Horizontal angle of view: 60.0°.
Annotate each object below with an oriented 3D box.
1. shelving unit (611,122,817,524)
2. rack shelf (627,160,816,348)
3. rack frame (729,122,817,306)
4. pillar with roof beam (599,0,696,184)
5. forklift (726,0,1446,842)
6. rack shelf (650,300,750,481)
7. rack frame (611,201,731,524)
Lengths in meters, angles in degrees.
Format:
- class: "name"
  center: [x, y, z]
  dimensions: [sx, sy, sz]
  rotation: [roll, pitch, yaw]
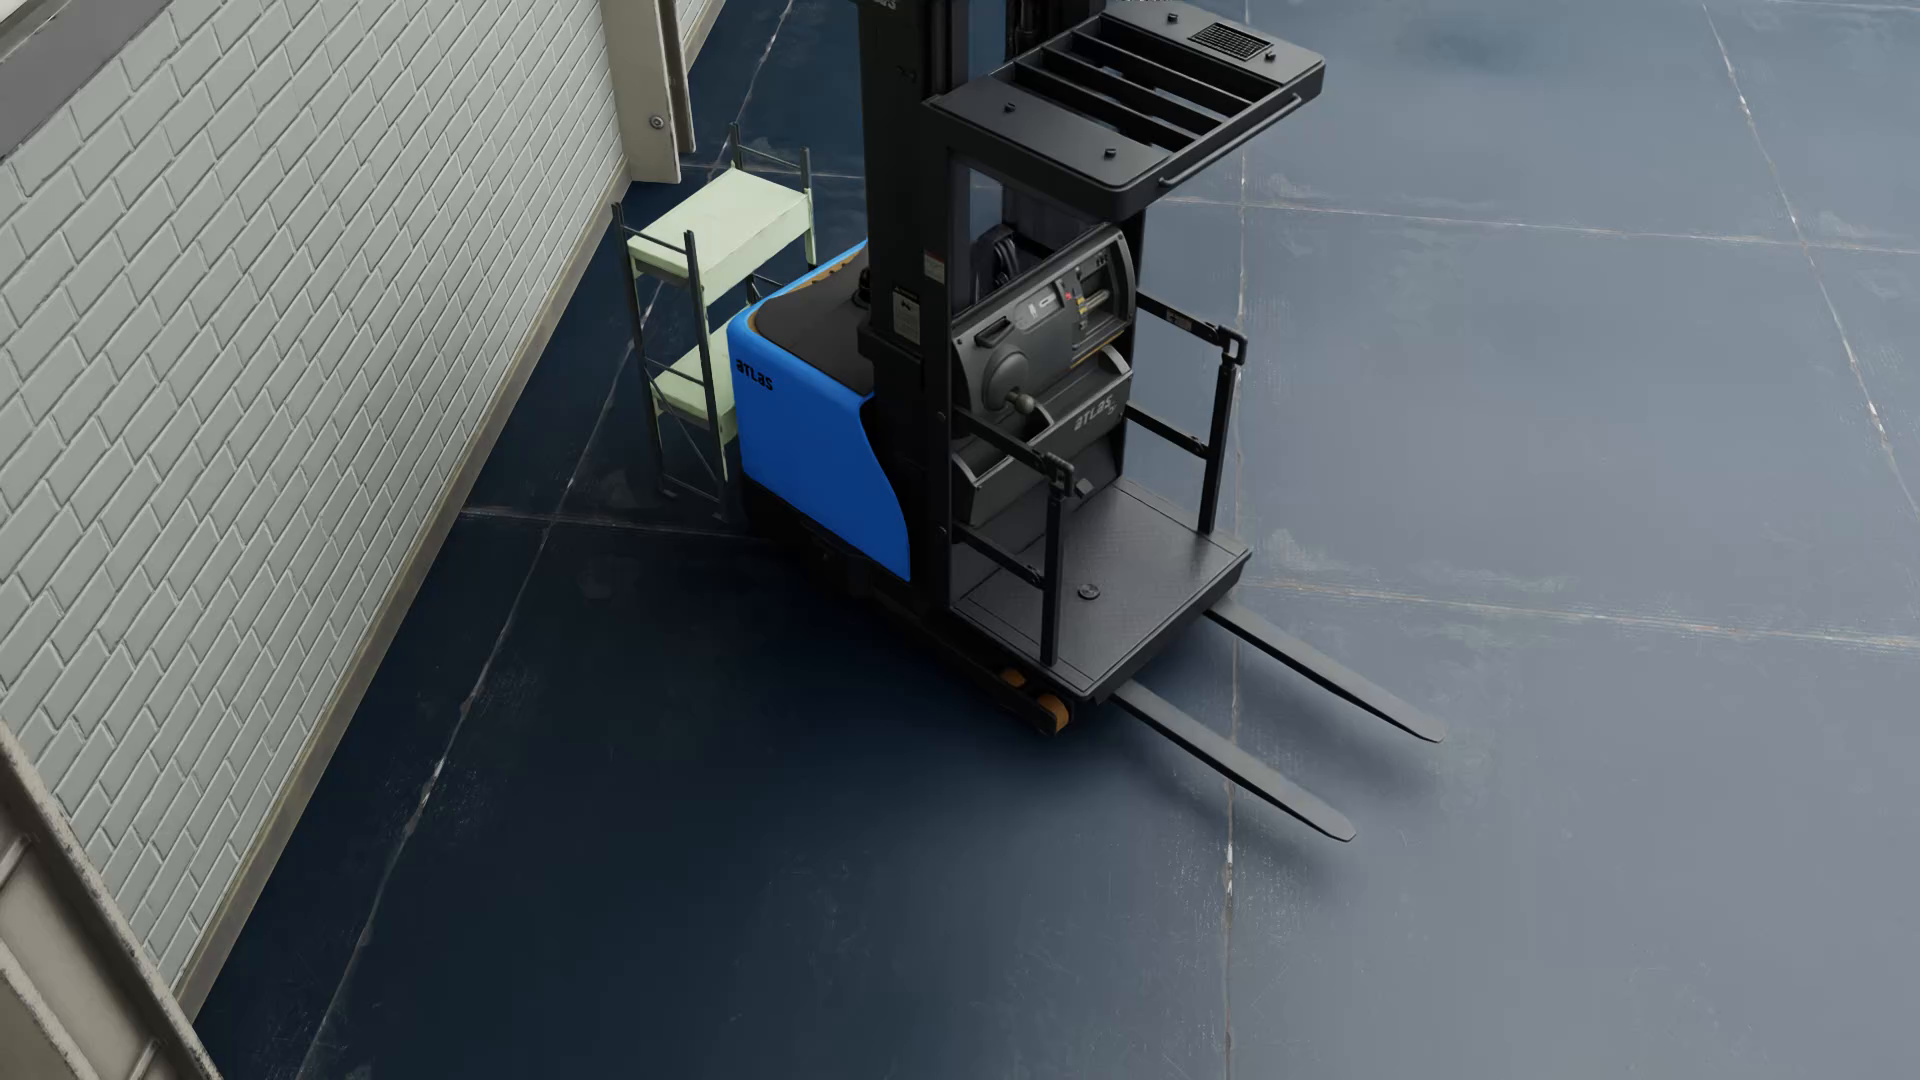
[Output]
- class: "shelving unit"
  center: [-0.987, -0.908, 7.140]
  dimensions: [0.431, 1.500, 0.755]
  rotation: [24, 48, 23]
- class: "rack shelf"
  center: [-0.987, -1.191, 6.872]
  dimensions: [0.431, 0.370, 0.720]
  rotation: [24, 48, 23]
- class: "rack frame"
  center: [-0.788, -1.119, 7.363]
  dimensions: [0.400, 1.500, 0.023]
  rotation: [24, 48, 23]
- class: "pillar with roof beam"
  center: [2.552, -5.039, 6.049]
  dimensions: [9.100, 9.000, 0.400]
  rotation: [5, 44, 6]
- class: "forklift"
  center: [0.472, -0.717, 5.898]
  dimensions: [3.031, 2.935, 1.130]
  rotation: [32, 52, 29]
- class: "rack shelf"
  center: [-0.987, -0.671, 7.364]
  dimensions: [0.431, 0.370, 0.720]
  rotation: [24, 48, 23]
- class: "rack frame"
  center: [-1.187, -0.697, 6.917]
  dimensions: [0.400, 1.500, 0.023]
  rotation: [24, 48, 23]
